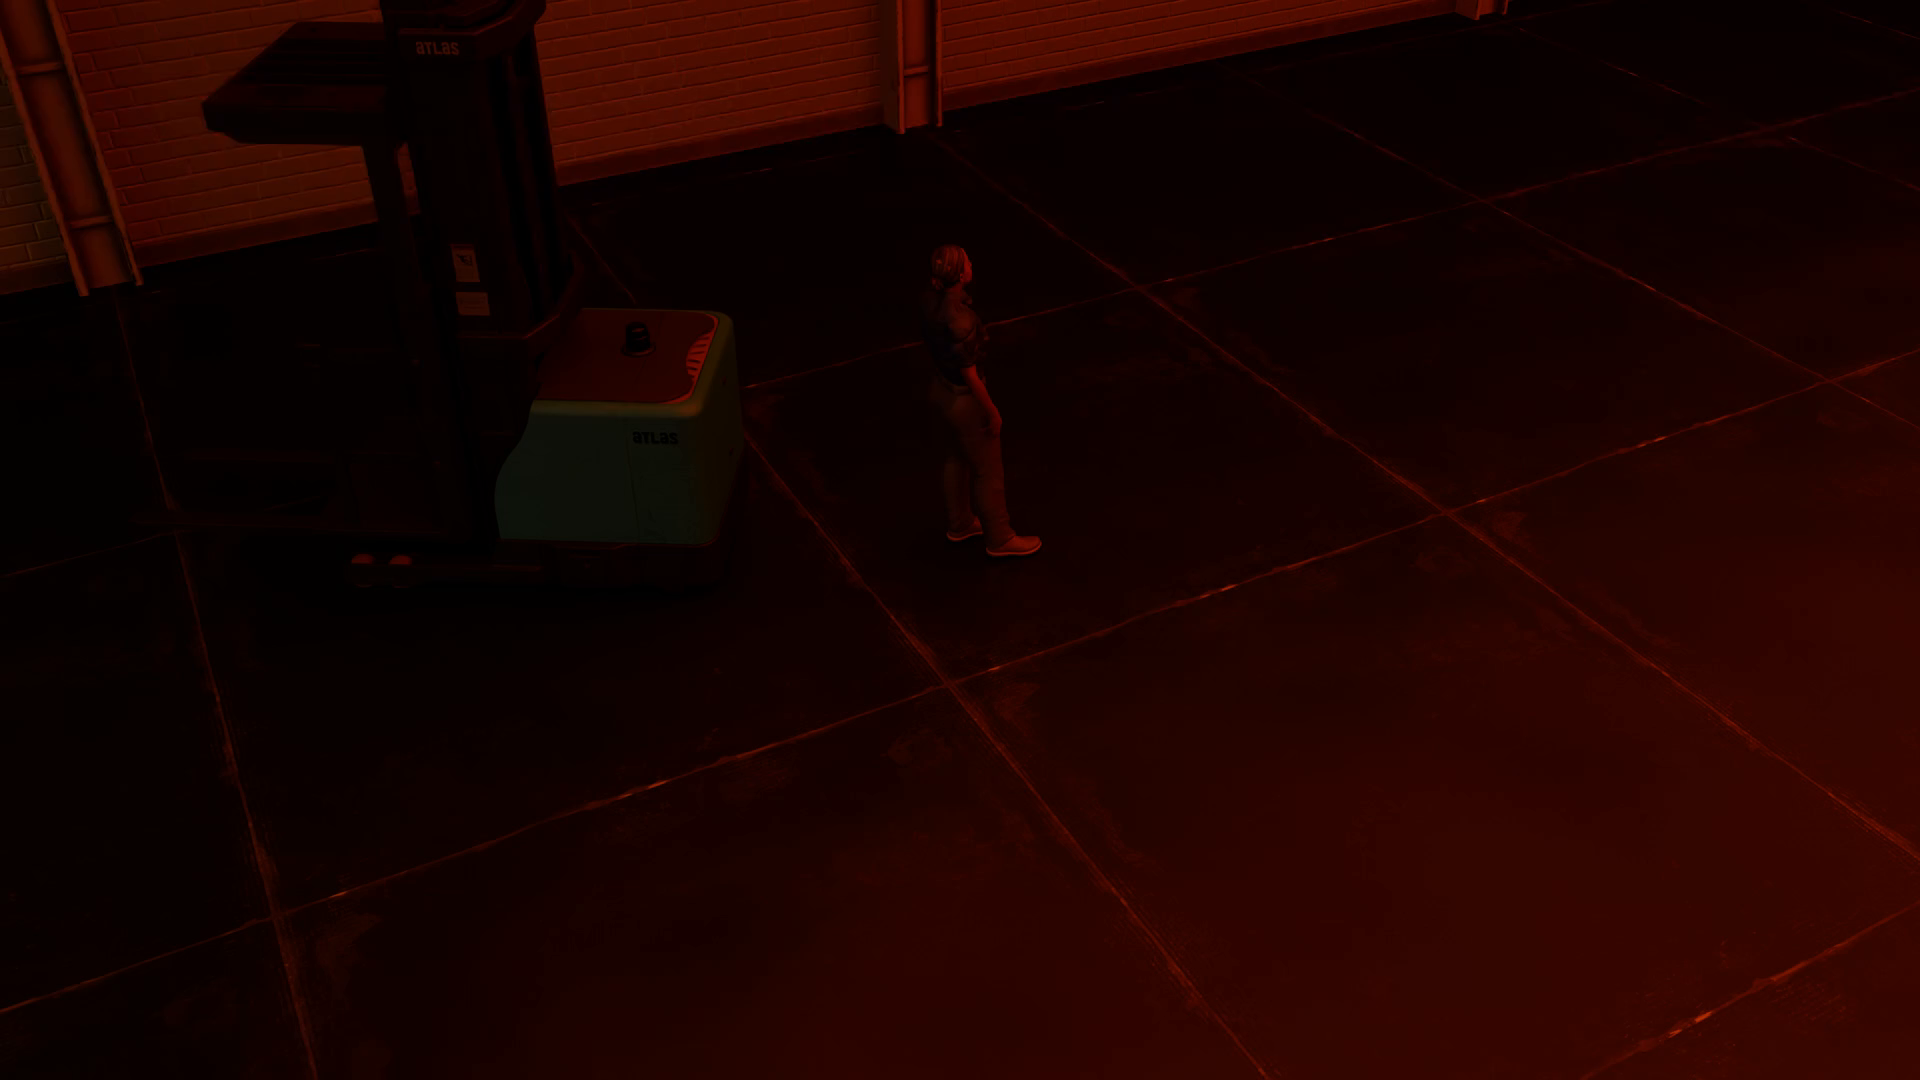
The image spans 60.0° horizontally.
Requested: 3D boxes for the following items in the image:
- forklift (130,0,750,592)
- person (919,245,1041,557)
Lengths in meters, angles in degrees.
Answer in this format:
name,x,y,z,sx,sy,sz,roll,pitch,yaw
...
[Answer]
name,x,y,z,sx,sy,sz,roll,pitch,yaw
forklift,-2.671,-1.256,7.901,3.031,2.935,1.130,2,35,3
person,0.087,-0.695,8.200,0.503,1.656,0.570,-17,39,-23
